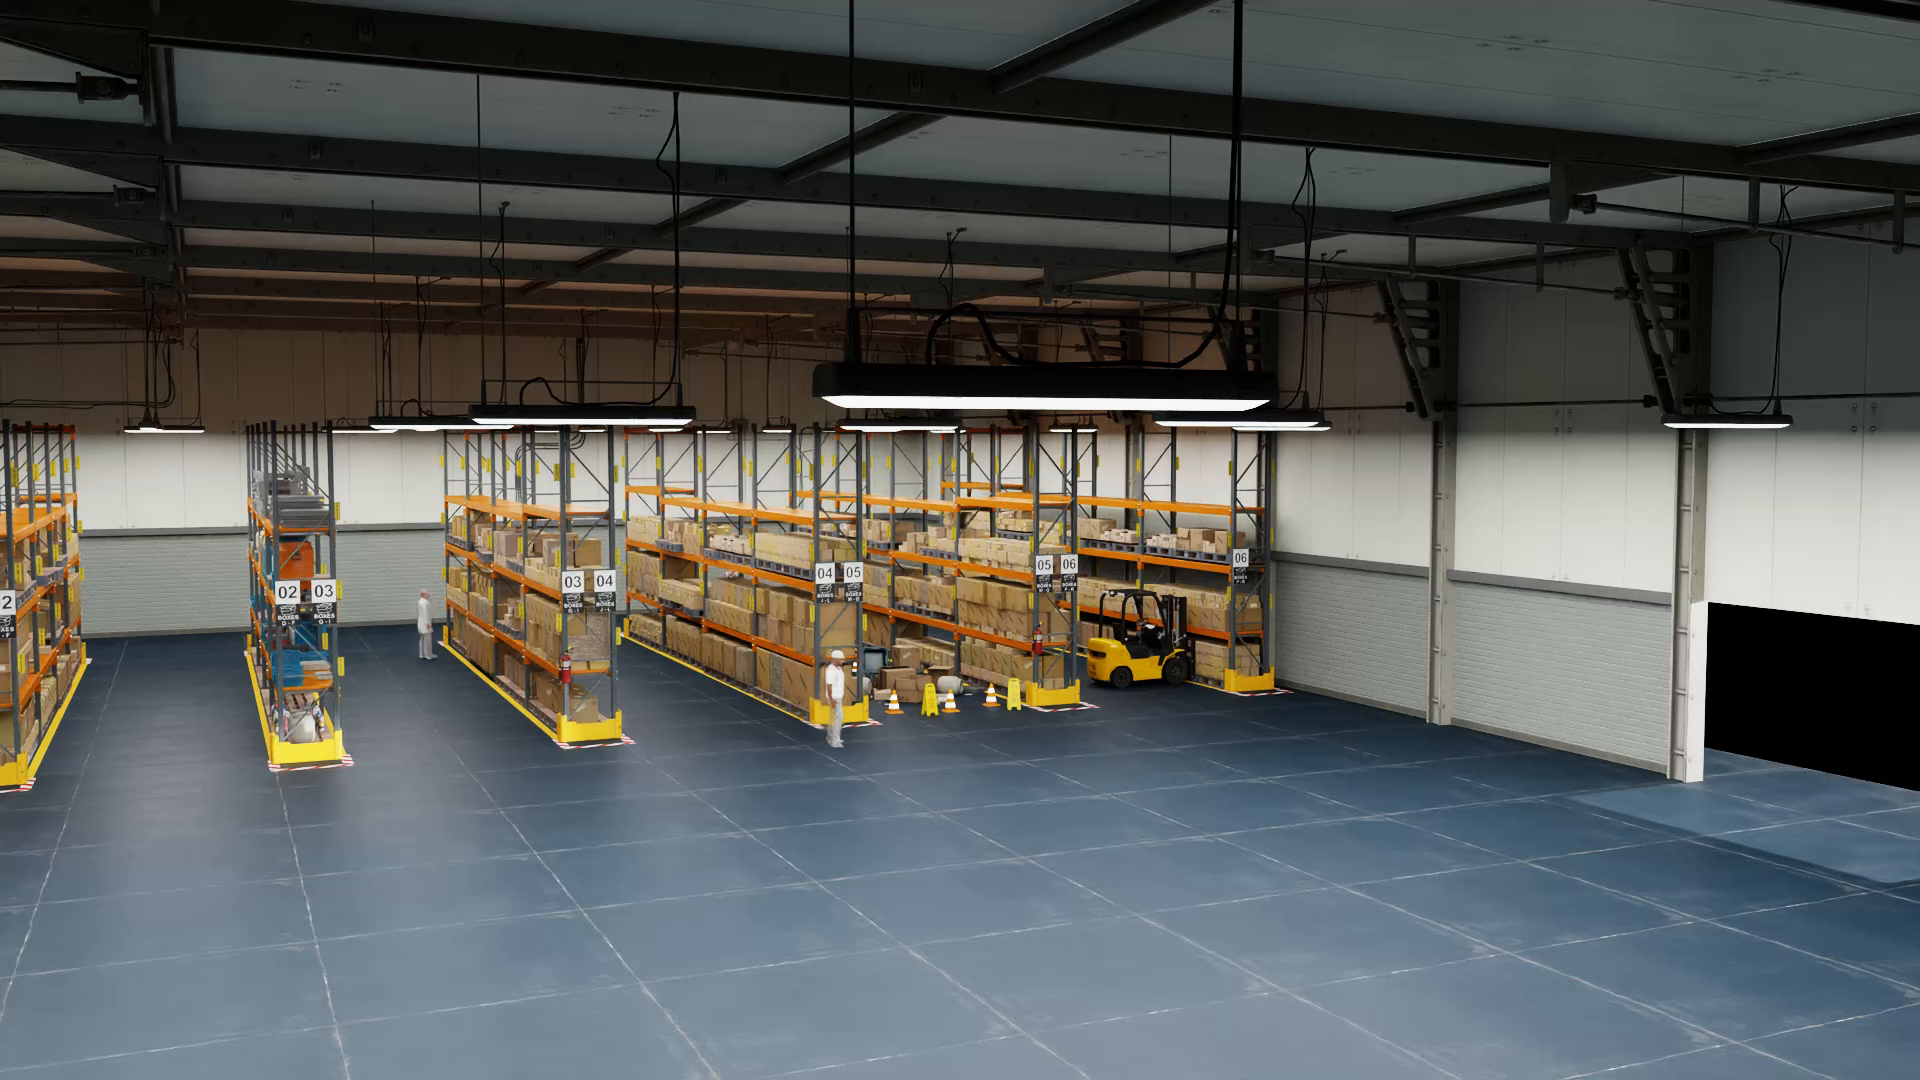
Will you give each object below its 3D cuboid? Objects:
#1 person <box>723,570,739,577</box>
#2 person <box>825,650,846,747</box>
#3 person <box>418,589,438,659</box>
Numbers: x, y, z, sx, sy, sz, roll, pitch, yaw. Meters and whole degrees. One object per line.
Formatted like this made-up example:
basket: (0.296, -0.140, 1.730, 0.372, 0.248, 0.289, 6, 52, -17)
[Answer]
person: (-7.287, 1.547, 52.873, 0.697, 1.740, 0.992, 3, 4, 35)
person: (-2.280, 2.941, 30.862, 0.442, 1.810, 0.601, 0, 4, 5)
person: (-13.656, 2.153, 42.664, 0.447, 1.781, 0.653, -2, 4, -26)
